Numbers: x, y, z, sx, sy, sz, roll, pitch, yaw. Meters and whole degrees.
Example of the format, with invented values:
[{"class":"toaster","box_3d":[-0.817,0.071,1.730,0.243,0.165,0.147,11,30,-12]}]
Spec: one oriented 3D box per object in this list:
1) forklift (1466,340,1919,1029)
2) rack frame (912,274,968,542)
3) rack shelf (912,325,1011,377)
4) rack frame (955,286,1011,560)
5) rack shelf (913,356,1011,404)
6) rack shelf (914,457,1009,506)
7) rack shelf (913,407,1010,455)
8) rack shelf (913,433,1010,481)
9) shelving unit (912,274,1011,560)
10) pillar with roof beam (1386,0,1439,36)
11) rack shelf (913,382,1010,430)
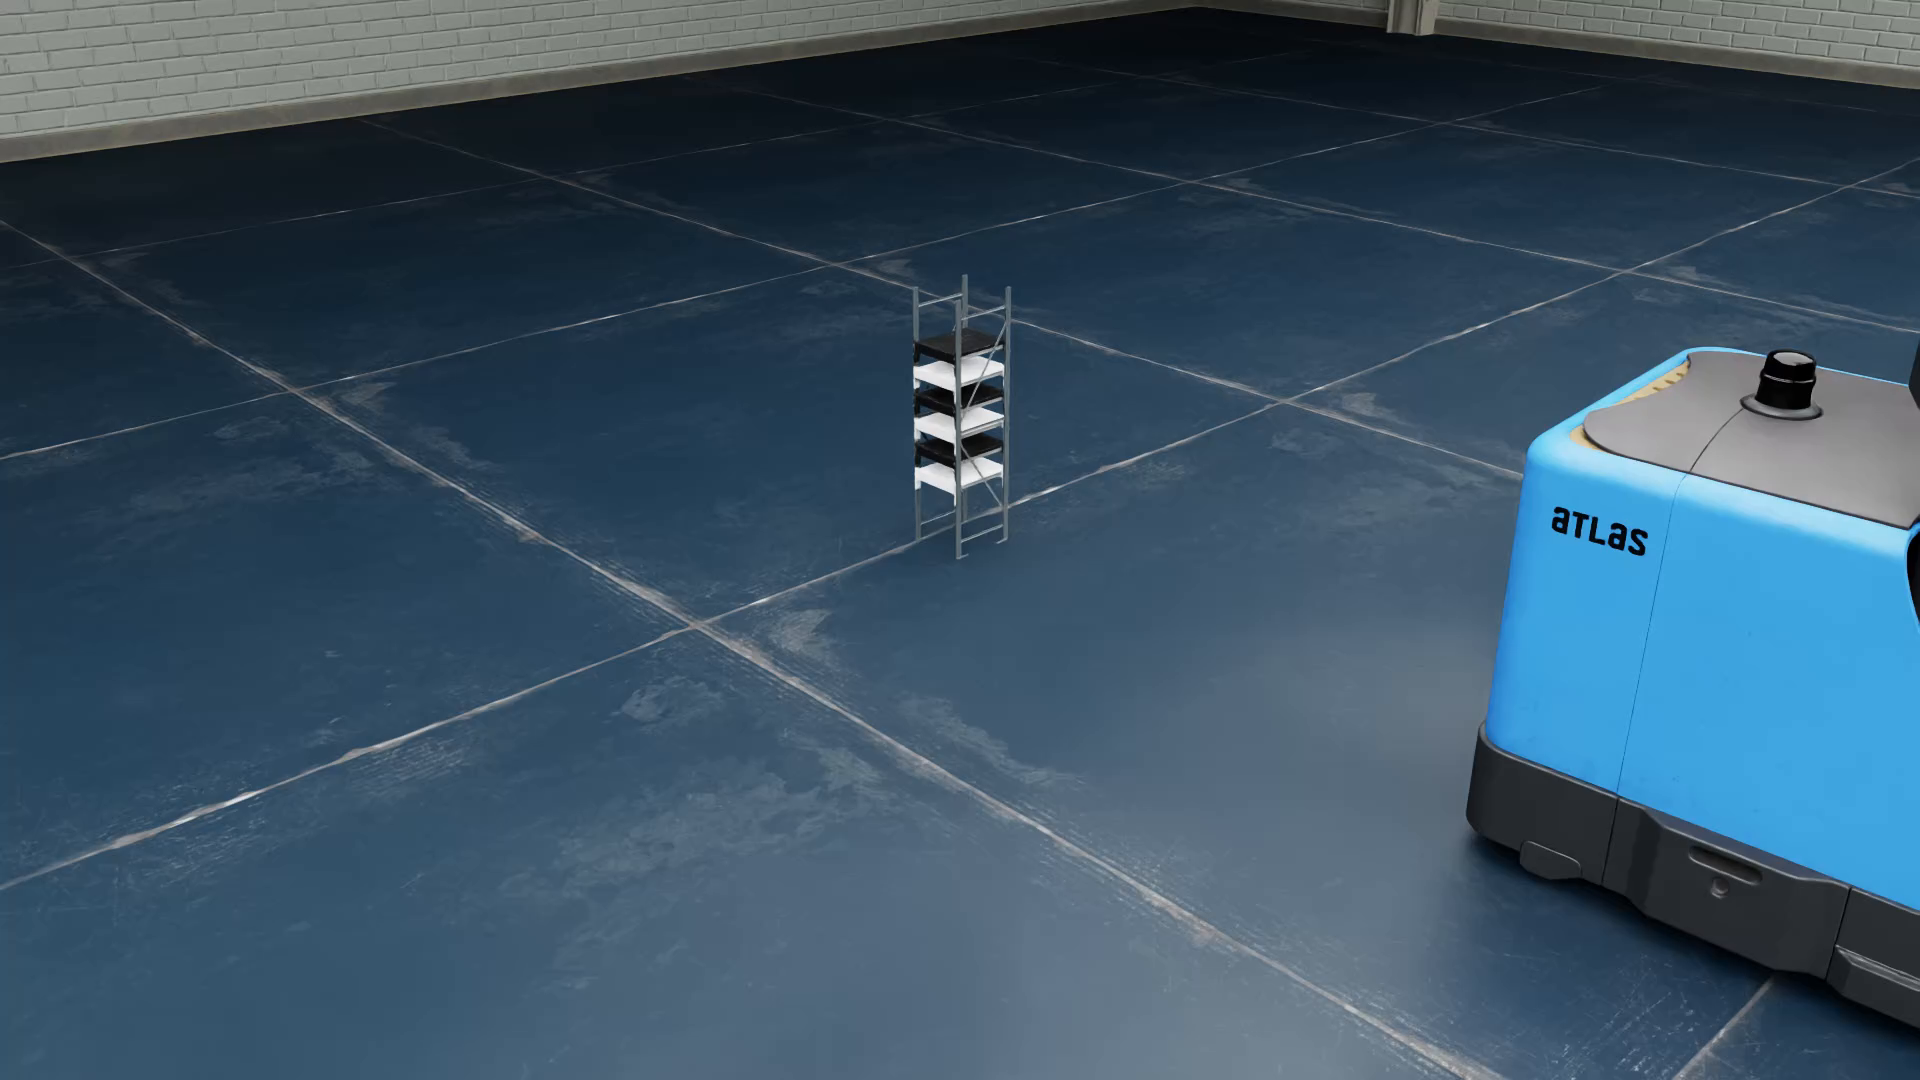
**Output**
[{"class":"forklift","box_3d":[2.665,-0.310,2.899,3.031,2.935,1.130,21,32,38]},{"class":"rack frame","box_3d":[-0.064,-0.438,5.625,0.240,0.900,0.006,-21,32,-38]},{"class":"rack shelf","box_3d":[0.006,-0.622,5.460,0.258,0.077,0.200,-21,32,-38]},{"class":"rack frame","box_3d":[0.075,-0.376,5.490,0.240,0.900,0.006,-21,32,-38]},{"class":"rack shelf","box_3d":[0.006,-0.540,5.497,0.258,0.077,0.200,-21,32,-38]},{"class":"rack shelf","box_3d":[0.006,-0.213,5.646,0.258,0.077,0.200,-21,32,-38]},{"class":"rack shelf","box_3d":[0.006,-0.377,5.572,0.258,0.077,0.200,-21,32,-38]},{"class":"rack shelf","box_3d":[0.006,-0.295,5.609,0.258,0.077,0.200,-21,32,-38]},{"class":"shelving unit","box_3d":[0.006,-0.407,5.558,0.258,0.900,0.210,-21,32,-38]},{"class":"pillar with roof beam","box_3d":[1.558,-8.163,12.802,9.100,9.000,0.400,-21,32,-38]},{"class":"rack shelf","box_3d":[0.006,-0.459,5.534,0.258,0.077,0.200,-21,32,-38]}]
